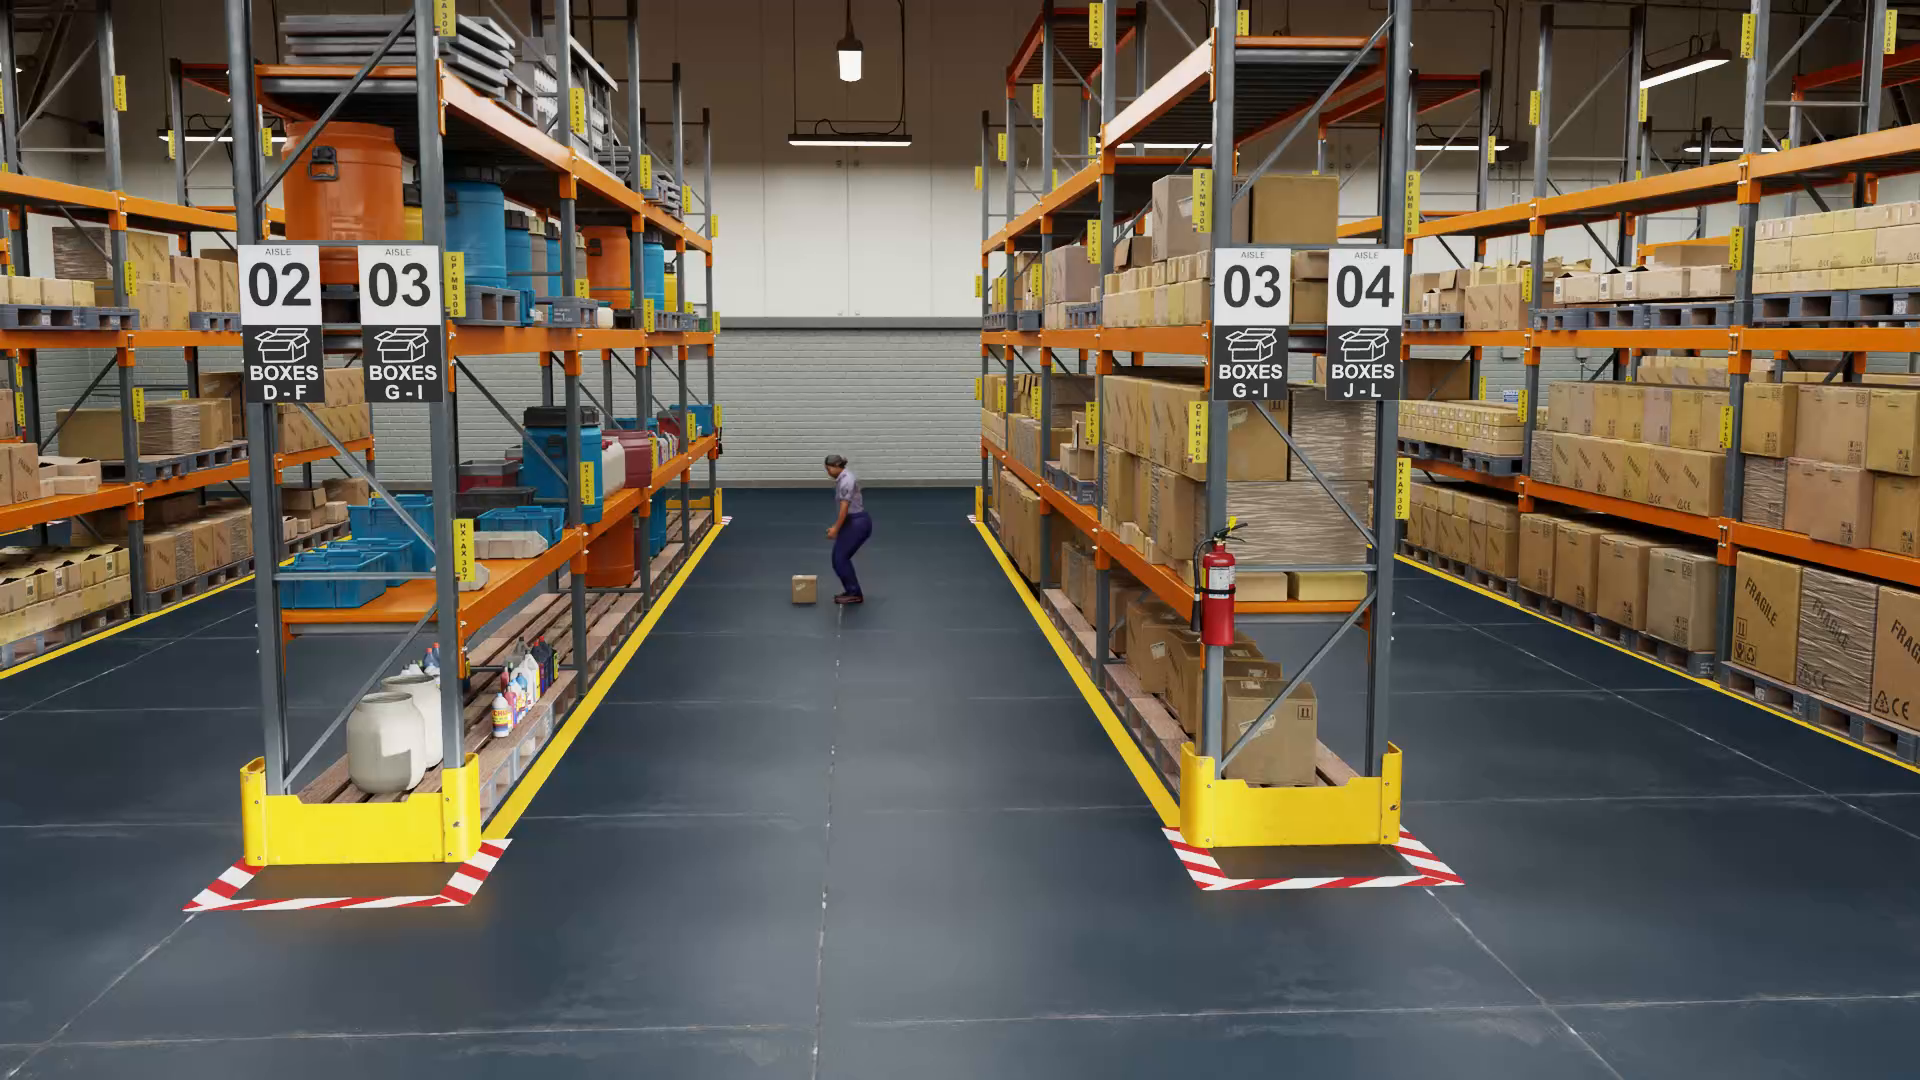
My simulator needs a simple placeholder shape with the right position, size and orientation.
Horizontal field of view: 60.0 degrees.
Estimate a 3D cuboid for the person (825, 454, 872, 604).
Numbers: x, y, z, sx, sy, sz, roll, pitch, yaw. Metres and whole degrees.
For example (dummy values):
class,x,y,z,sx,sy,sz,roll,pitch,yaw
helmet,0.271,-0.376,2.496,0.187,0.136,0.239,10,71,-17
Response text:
class,x,y,z,sx,sy,sz,roll,pitch,yaw
person,-1.157,-0.121,17.282,0.485,1.546,0.515,0,7,-2
